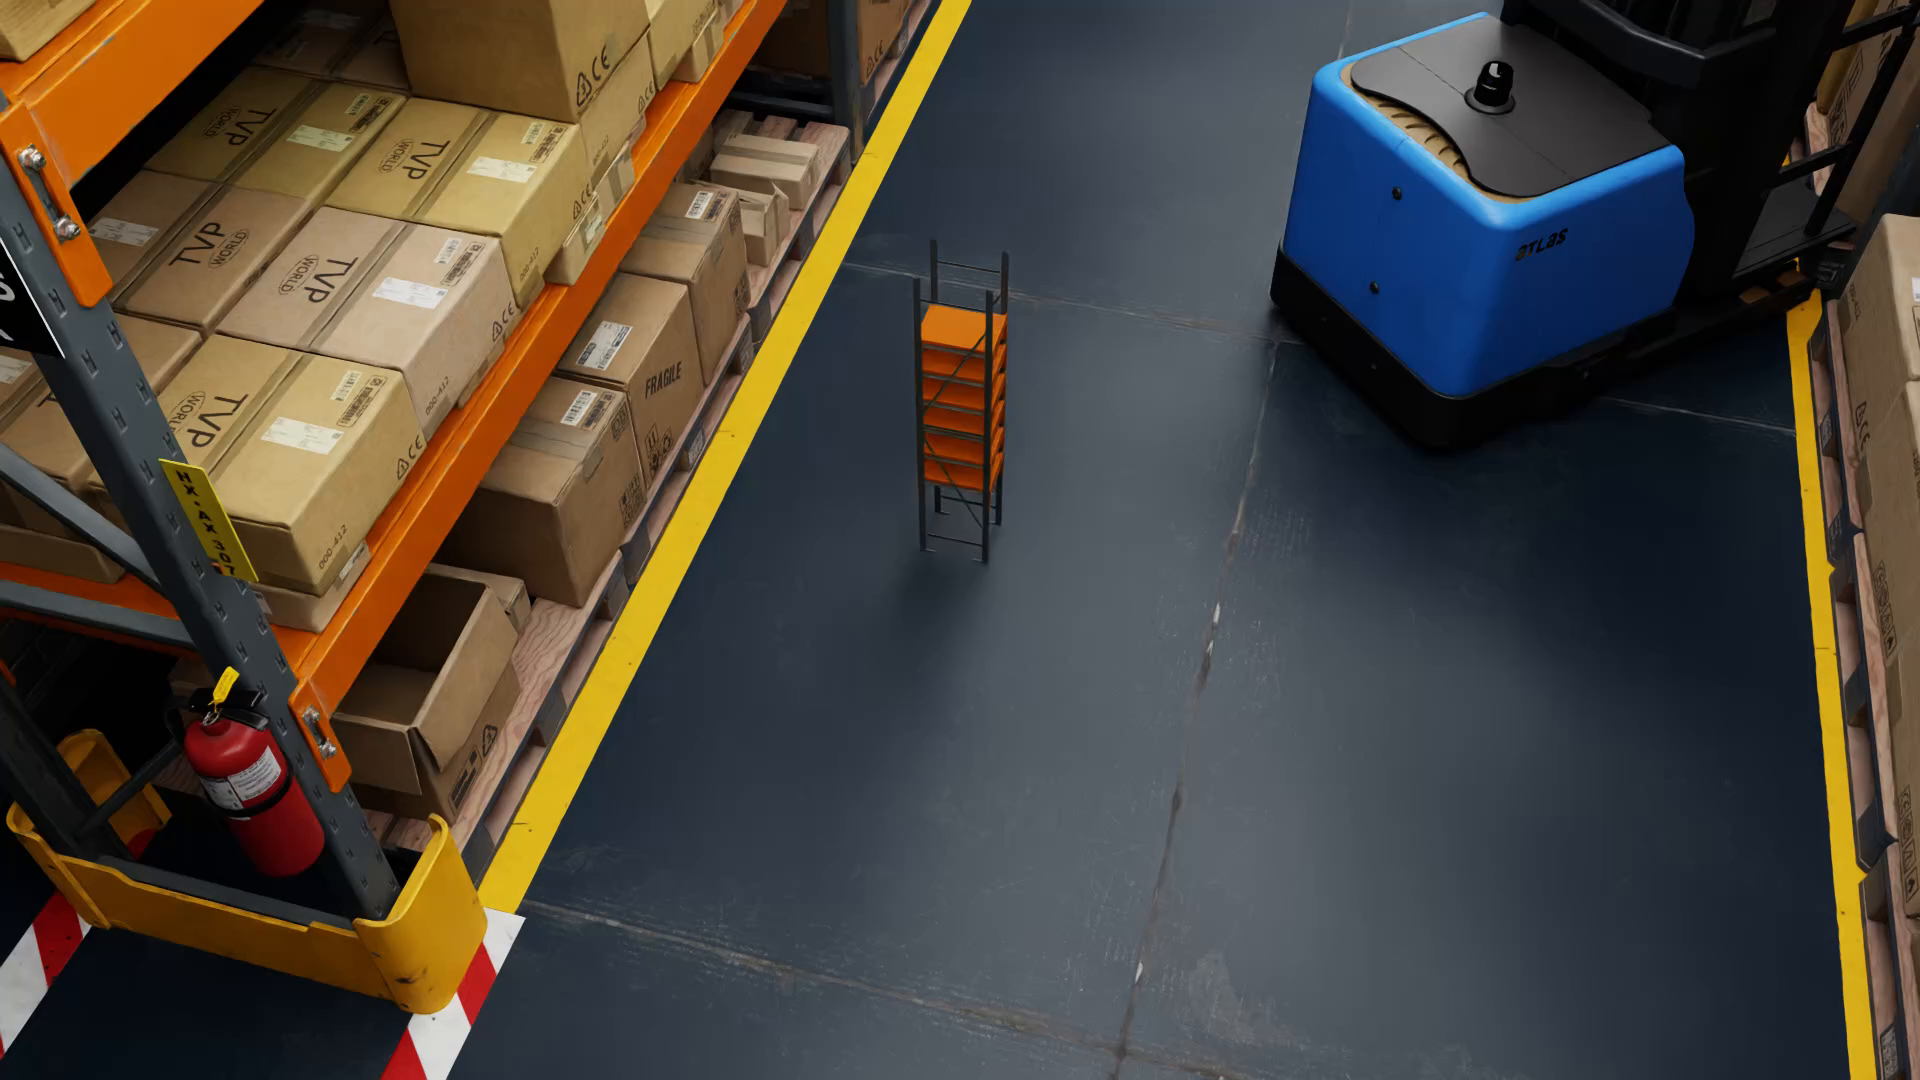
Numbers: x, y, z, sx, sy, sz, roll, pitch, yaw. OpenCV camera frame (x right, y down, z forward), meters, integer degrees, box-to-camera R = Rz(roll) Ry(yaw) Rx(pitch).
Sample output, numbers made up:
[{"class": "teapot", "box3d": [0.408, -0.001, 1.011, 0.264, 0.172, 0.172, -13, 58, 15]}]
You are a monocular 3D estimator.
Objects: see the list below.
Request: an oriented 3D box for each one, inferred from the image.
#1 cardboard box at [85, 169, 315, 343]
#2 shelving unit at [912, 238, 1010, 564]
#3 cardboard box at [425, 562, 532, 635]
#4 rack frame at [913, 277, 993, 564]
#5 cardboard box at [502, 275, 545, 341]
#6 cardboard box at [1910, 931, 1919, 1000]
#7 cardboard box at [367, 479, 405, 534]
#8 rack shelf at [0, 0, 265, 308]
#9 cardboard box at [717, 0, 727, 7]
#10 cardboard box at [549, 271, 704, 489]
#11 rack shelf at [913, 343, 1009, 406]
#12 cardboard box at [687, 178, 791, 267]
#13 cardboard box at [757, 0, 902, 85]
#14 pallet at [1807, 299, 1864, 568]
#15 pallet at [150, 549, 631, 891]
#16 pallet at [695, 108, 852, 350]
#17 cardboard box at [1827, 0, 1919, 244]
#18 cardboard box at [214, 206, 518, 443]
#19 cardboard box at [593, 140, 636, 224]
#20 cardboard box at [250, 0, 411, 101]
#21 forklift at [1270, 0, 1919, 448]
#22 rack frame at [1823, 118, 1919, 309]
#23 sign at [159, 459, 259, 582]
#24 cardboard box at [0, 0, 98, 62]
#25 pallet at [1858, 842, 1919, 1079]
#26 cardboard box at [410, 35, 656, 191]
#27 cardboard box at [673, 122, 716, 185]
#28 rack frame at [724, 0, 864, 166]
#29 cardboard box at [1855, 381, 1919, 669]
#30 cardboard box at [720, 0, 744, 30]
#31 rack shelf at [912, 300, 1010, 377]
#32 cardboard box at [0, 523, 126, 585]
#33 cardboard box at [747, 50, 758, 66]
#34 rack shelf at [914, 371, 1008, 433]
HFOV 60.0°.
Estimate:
[{"class": "cardboard box", "box3d": [-1.968, -0.661, 4.234, 0.500, 0.250, 0.500, 12, 50, 10]}, {"class": "shelving unit", "box3d": [0.004, -0.407, 5.309, 0.258, 1.200, 0.189, 12, 50, 10]}, {"class": "cardboard box", "box3d": [-1.568, 0.227, 5.171, 0.380, 0.149, 0.250, 10, 49, 9]}, {"class": "rack frame", "box3d": [-0.020, -0.341, 5.251, 0.240, 1.200, 0.006, 12, 50, 10]}, {"class": "cardboard box", "box3d": [-1.370, -0.709, 4.542, 0.380, 0.149, 0.250, 12, 50, 11]}, {"class": "cardboard box", "box3d": [2.897, 1.334, 4.001, 0.875, 0.438, 0.875, 10, 49, 9]}, {"class": "cardboard box", "box3d": [-1.596, -0.148, 4.047, 0.380, 0.149, 0.250, 13, 50, 11]}, {"class": "rack shelf", "box3d": [-1.443, -2.055, 4.043, 1.077, 0.370, 4.000, 12, 50, 10]}, {"class": "cardboard box", "box3d": [-0.933, -2.015, 5.429, 0.500, 0.250, 0.500, 12, 50, 10]}, {"class": "cardboard box", "box3d": [-1.219, -0.563, 5.633, 0.500, 0.500, 0.500, 12, 50, 11]}, {"class": "rack shelf", "box3d": [0.004, -0.537, 5.163, 0.258, 0.103, 0.180, 12, 50, 10]}, {"class": "cardboard box", "box3d": [-0.874, -1.263, 6.407, 0.396, 0.266, 0.258, 13, 50, 11]}, {"class": "cardboard box", "box3d": [-0.572, -2.365, 7.224, 0.500, 0.500, 0.500, 14, 50, 12]}, {"class": "pallet", "box3d": [3.597, -0.313, 5.886, 1.003, 0.211, 1.213, 12, 50, 10]}, {"class": "pallet", "box3d": [-1.741, 0.437, 5.224, 1.003, 0.211, 1.213, 12, 50, 10]}, {"class": "pallet", "box3d": [-1.098, -1.328, 6.782, 1.003, 0.211, 1.213, 12, 50, 10]}, {"class": "cardboard box", "box3d": [3.959, -1.671, 6.361, 0.875, 0.875, 0.875, 13, 50, 11]}, {"class": "cardboard box", "box3d": [-1.458, -0.543, 4.130, 0.500, 0.250, 0.500, 12, 50, 10]}, {"class": "cardboard box", "box3d": [-1.182, -1.071, 4.862, 0.380, 0.149, 0.250, 13, 50, 11]}, {"class": "cardboard box", "box3d": [-1.695, -1.396, 4.883, 0.500, 0.250, 0.500, 11, 50, 10]}, {"class": "forklift", "box3d": [2.752, -2.119, 5.665, 3.031, 2.935, 1.130, -23, 52, -19]}, {"class": "rack frame", "box3d": [3.873, -1.771, 5.312, 1.000, 3.000, 0.127, 12, 50, 10]}, {"class": "sign", "box3d": [-1.446, -0.034, 3.202, 0.100, 0.325, 0.005, 12, 50, 10]}, {"class": "cardboard box", "box3d": [-1.661, -0.948, 2.753, 0.380, 0.149, 0.250, 13, 50, 11]}, {"class": "pallet", "box3d": [2.955, 1.451, 4.328, 1.003, 0.211, 1.213, 12, 50, 10]}, {"class": "cardboard box", "box3d": [-1.213, -1.284, 4.784, 0.500, 0.250, 0.500, 10, 49, 9]}, {"class": "cardboard box", "box3d": [-1.319, -1.566, 6.644, 0.500, 0.311, 0.500, 13, 50, 11]}, {"class": "rack frame", "box3d": [-0.917, -2.748, 6.174, 1.000, 3.000, 0.127, 12, 50, 10]}, {"class": "cardboard box", "box3d": [3.369, 0.019, 5.162, 0.875, 0.438, 0.875, 10, 49, 9]}, {"class": "cardboard box", "box3d": [-0.945, -1.814, 5.518, 0.380, 0.149, 0.250, 13, 50, 11]}, {"class": "rack shelf", "box3d": [0.004, -0.616, 5.073, 0.258, 0.103, 0.180, 12, 50, 10]}, {"class": "cardboard box", "box3d": [-2.141, -0.064, 3.973, 0.380, 0.149, 0.250, 11, 50, 10]}, {"class": "cardboard box", "box3d": [-1.073, -2.473, 7.319, 0.500, 0.500, 0.500, 11, 50, 10]}, {"class": "rack shelf", "box3d": [0.004, -0.457, 5.253, 0.258, 0.103, 0.180, 12, 50, 10]}]
